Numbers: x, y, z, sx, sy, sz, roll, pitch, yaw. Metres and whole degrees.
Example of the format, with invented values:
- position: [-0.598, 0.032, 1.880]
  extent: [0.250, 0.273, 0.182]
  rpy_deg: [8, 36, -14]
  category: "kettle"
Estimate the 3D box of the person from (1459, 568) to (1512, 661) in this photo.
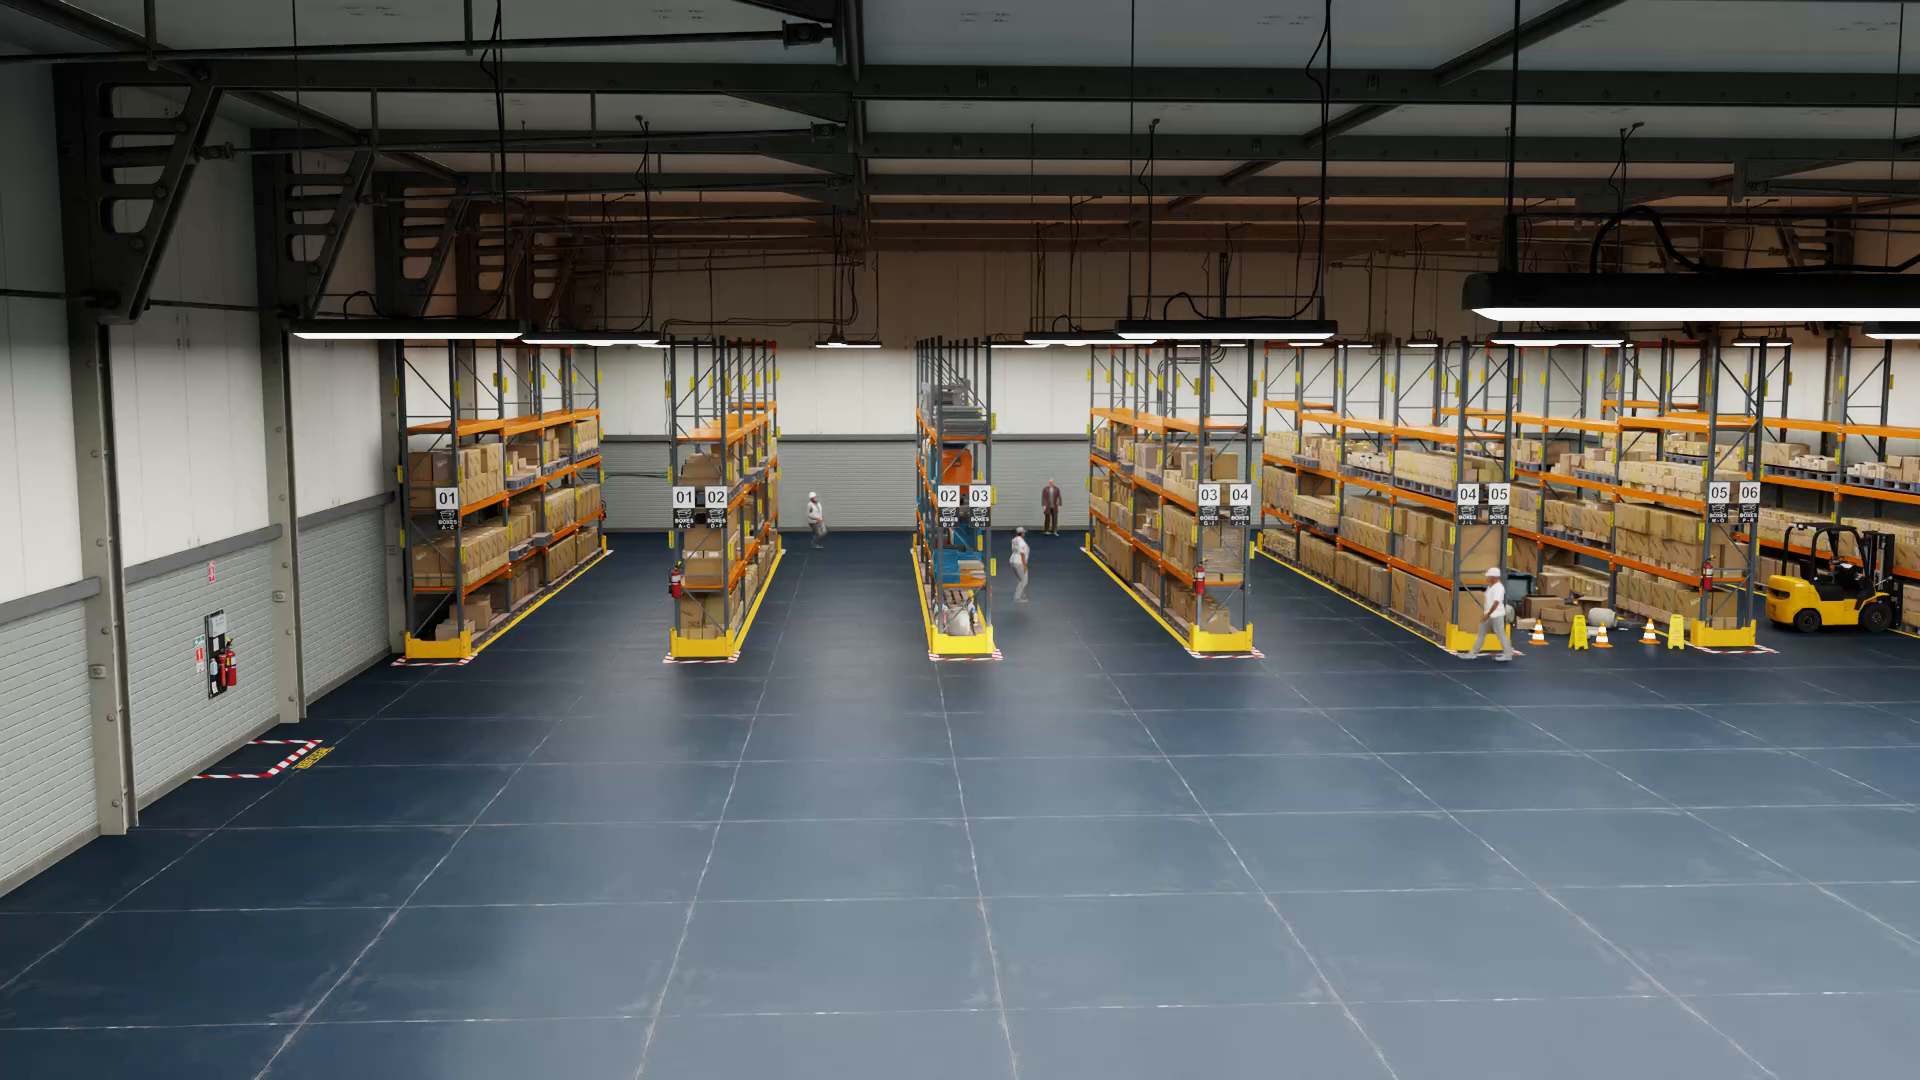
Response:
- position: [9.740, 1.367, 30.606]
  extent: [0.920, 1.725, 0.574]
  rpy_deg: [0, 7, -4]
  category: "person"

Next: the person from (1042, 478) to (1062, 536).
- position: [2.855, -1.023, 51.762]
  extent: [0.608, 1.794, 0.603]
  rpy_deg: [-3, 7, -21]
  category: "person"

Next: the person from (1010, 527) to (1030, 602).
- position: [1.343, 0.537, 36.108]
  extent: [0.494, 1.665, 0.561]
  rpy_deg: [-2, 7, -16]
  category: "person"

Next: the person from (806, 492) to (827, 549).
- position: [-4.125, -0.551, 47.938]
  extent: [0.530, 1.694, 0.767]
  rpy_deg: [3, 7, 28]
  category: "person"
